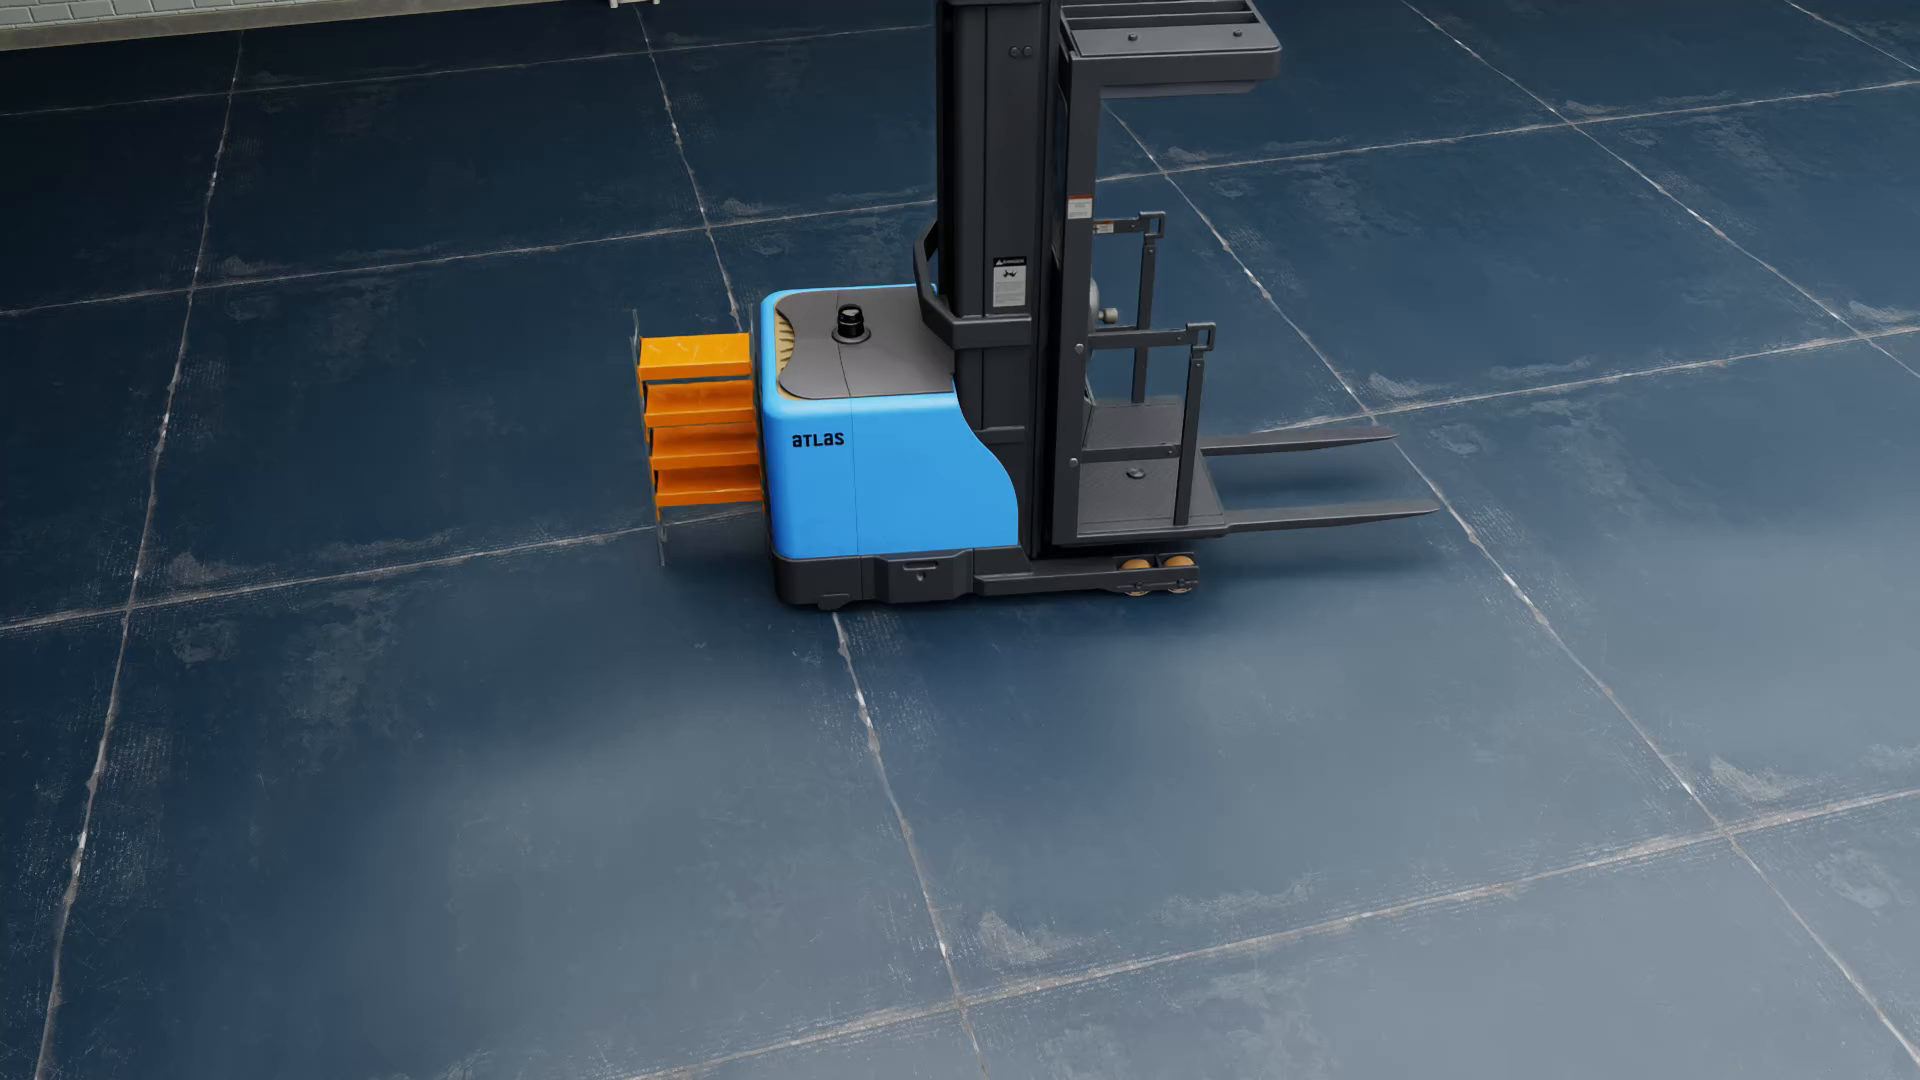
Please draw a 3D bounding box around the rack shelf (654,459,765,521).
[{"bbox_3d":[-1.125,-0.234,7.505,0.480,0.148,0.258,-4,38,-5],"label":"rack shelf"}]

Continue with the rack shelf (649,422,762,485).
[{"bbox_3d":[-1.125,-0.391,7.385,0.480,0.148,0.258,-4,38,-5],"label":"rack shelf"}]

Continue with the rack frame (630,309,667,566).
[{"bbox_3d":[-1.368,-0.429,7.323,0.015,1.200,0.240,-4,38,-5],"label":"rack frame"}]

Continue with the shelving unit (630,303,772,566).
[{"bbox_3d":[-1.125,-0.445,7.344,0.503,1.200,0.258,-4,38,-5],"label":"shelving unit"}]

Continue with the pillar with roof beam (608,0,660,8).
[{"bbox_3d":[-1.527,-5.434,7.448,0.400,9.000,9.100,-9,38,-12],"label":"pillar with roof beam"}]

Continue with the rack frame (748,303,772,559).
[{"bbox_3d":[-0.883,-0.460,7.364,0.015,1.200,0.240,-4,38,-5],"label":"rack frame"}]

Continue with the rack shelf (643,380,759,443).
[{"bbox_3d":[-1.125,-0.569,7.249,0.480,0.148,0.258,-4,38,-5],"label":"rack shelf"}]

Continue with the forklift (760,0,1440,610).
[{"bbox_3d":[0.647,-1.232,6.948,3.031,2.935,1.130,-4,38,-5],"label":"forklift"}]

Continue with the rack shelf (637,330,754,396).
[{"bbox_3d":[-1.125,-0.757,7.105,0.480,0.148,0.258,-4,38,-5],"label":"rack shelf"}]
